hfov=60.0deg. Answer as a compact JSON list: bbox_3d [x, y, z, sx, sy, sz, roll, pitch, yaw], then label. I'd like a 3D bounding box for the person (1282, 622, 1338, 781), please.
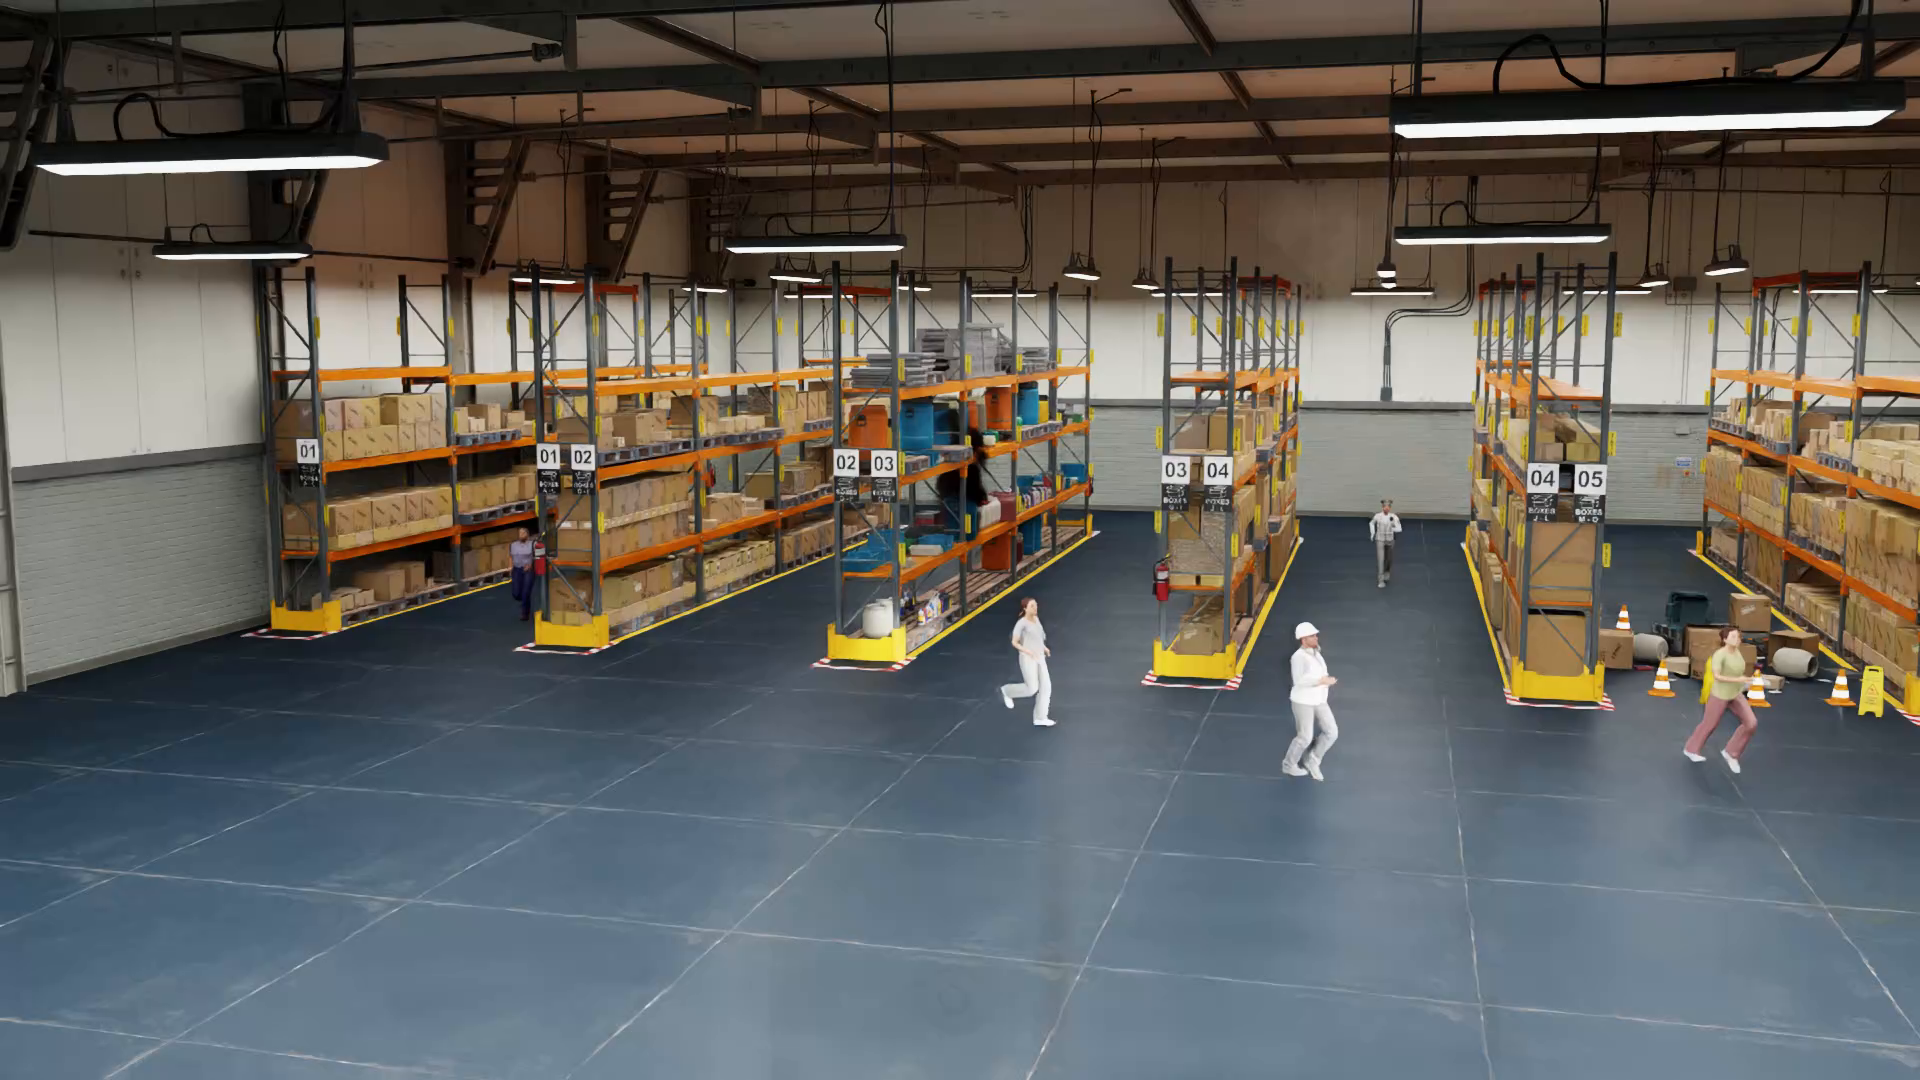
[{"bbox_3d":[3.905,1.809,18.414,0.677,1.796,0.639,7,10,42],"label":"person"}]

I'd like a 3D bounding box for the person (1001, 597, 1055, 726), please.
[{"bbox_3d":[0.908,1.530,21.163,0.810,1.633,0.580,7,10,43],"label":"person"}]

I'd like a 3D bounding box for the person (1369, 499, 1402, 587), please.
[{"bbox_3d":[8.296,0.030,32.434,0.610,1.684,0.937,1,7,11],"label":"person"}]

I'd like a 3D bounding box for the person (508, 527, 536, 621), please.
[{"bbox_3d":[-7.518,0.574,28.722,0.623,1.599,0.566,0,7,2],"label":"person"}]

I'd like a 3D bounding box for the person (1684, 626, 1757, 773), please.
[{"bbox_3d":[8.676,1.789,18.875,0.581,1.672,0.842,-3,8,-23],"label":"person"}]
